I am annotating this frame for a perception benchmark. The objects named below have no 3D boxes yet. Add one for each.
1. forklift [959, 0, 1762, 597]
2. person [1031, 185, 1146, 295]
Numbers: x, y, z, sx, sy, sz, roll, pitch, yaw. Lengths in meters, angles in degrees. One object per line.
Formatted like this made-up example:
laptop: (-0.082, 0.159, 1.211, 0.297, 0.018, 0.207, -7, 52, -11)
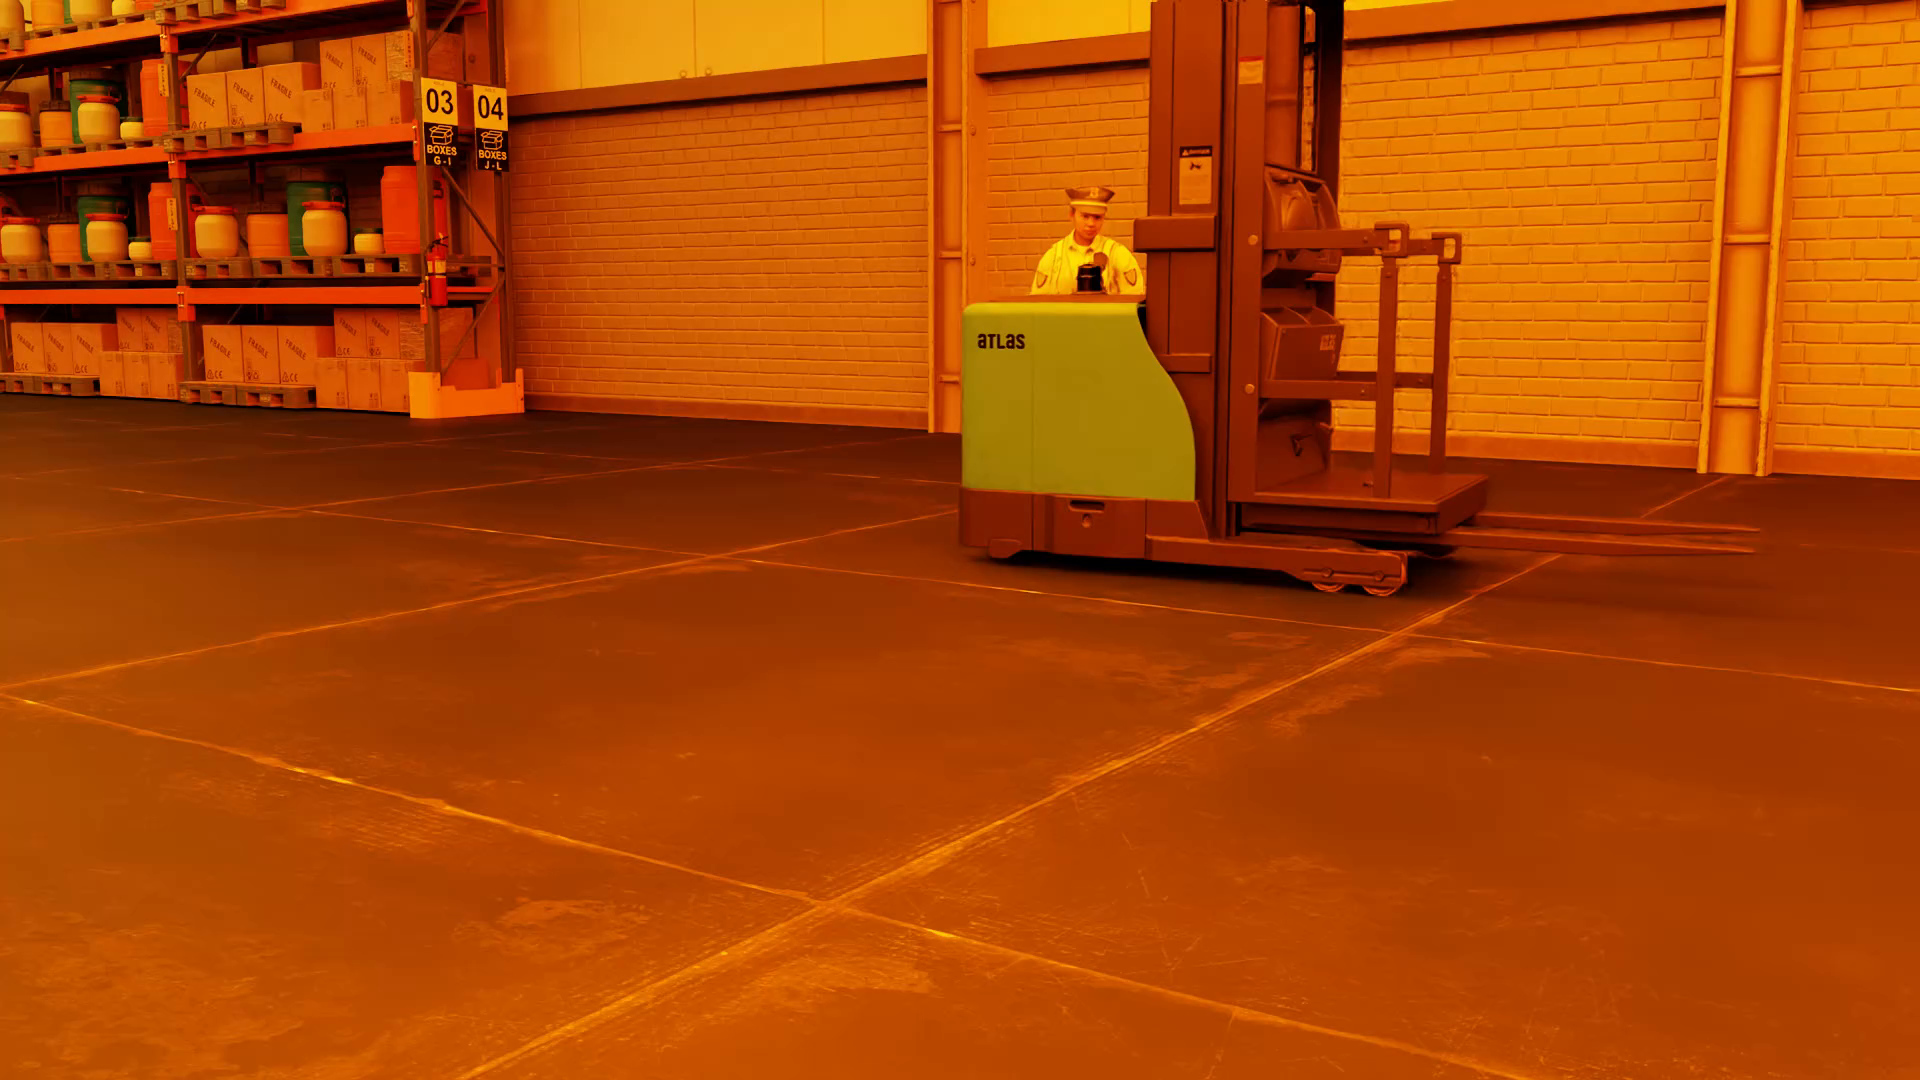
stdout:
forklift: (1.544, -1.327, 6.526, 3.031, 2.935, 1.130, 4, 9, 27)
person: (0.652, -0.901, 8.157, 0.774, 1.640, 0.373, 2, 8, 14)
